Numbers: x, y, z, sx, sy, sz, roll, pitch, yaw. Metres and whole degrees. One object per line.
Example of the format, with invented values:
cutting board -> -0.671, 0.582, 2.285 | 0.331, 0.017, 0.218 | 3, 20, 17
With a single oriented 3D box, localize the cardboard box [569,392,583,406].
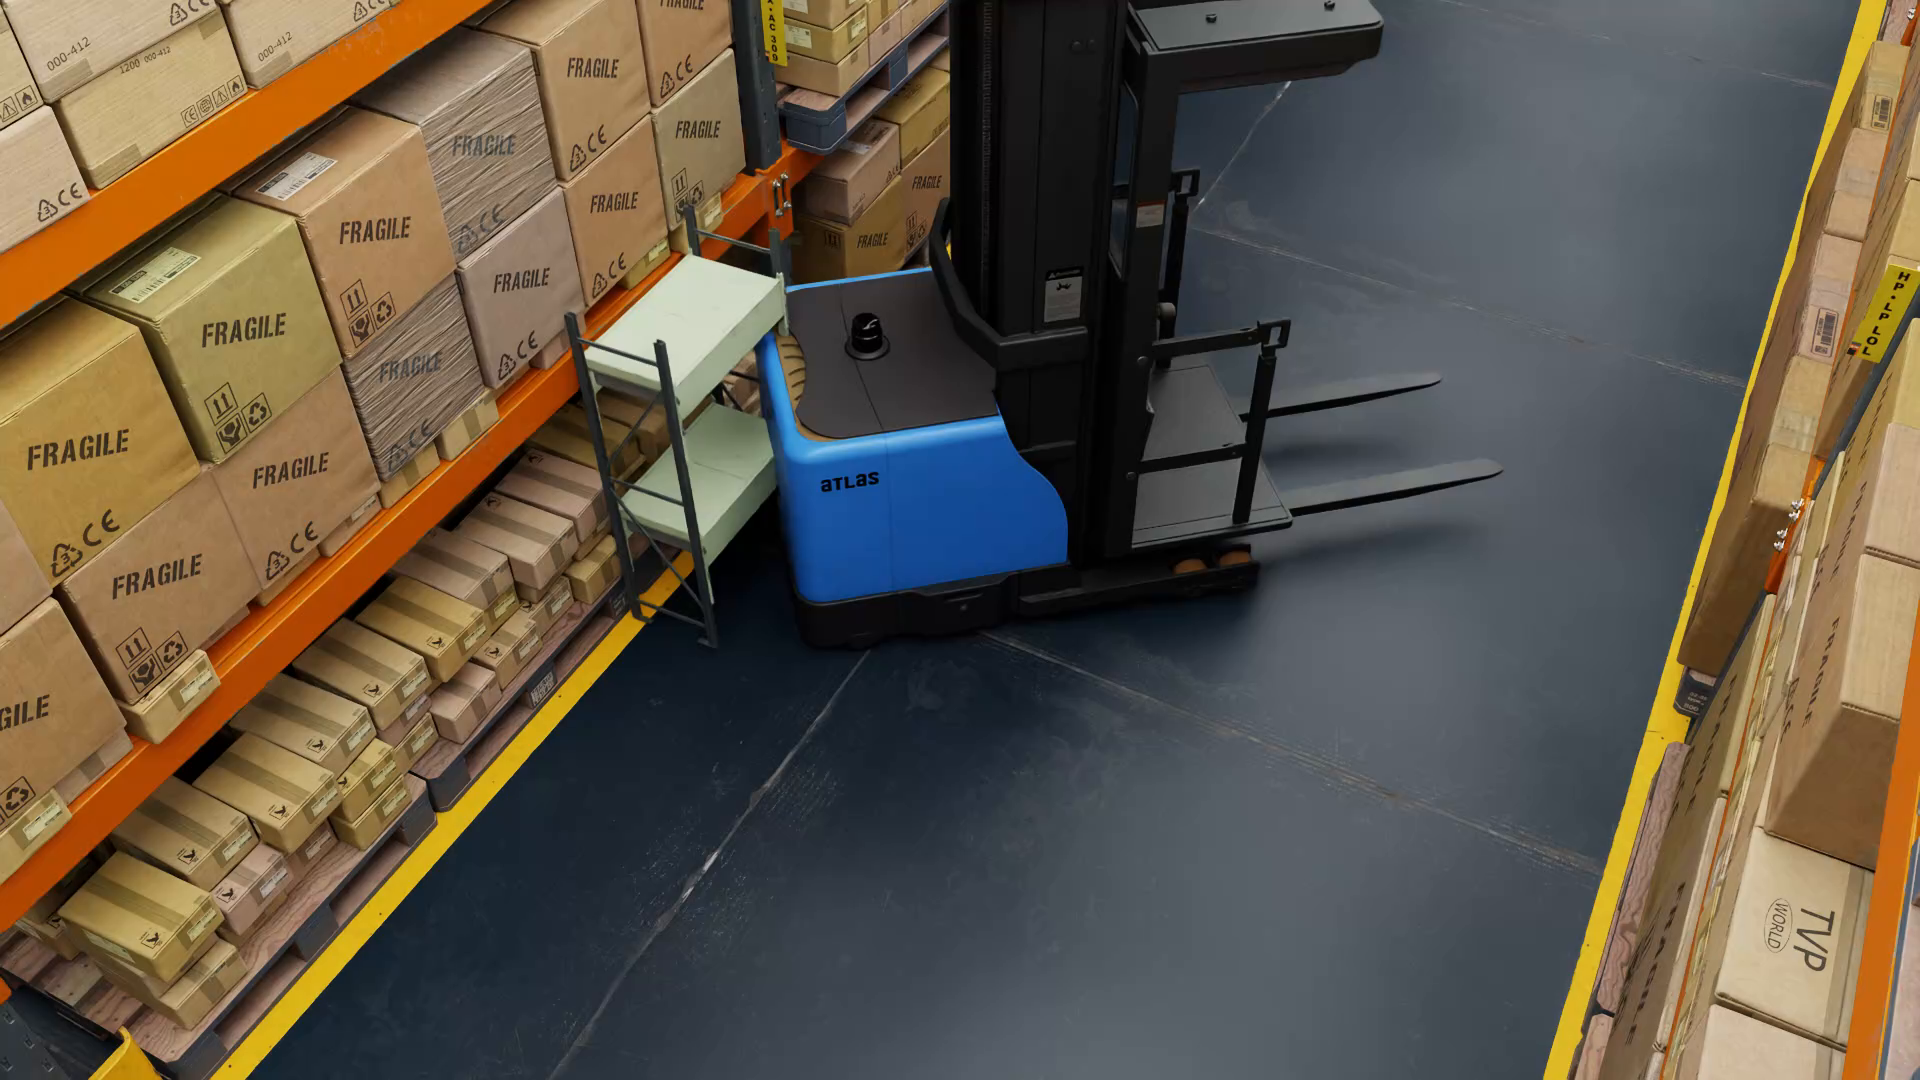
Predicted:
cardboard box -> -1.756, -0.574, 6.988 | 0.380, 0.149, 0.250 | 20, 49, 19

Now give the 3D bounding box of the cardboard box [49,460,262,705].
cardboard box -> -2.363, 0.042, 4.600 | 0.500, 0.500, 0.500 | 21, 49, 19

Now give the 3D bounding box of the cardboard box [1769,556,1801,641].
cardboard box -> 2.607, 0.231, 4.869 | 0.380, 0.149, 0.250 | 19, 48, 18

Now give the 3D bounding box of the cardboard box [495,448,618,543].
cardboard box -> -1.546, -0.173, 6.383 | 0.380, 0.149, 0.250 | 18, 48, 17

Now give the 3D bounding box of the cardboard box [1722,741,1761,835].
cardboard box -> 2.246, 0.725, 4.381 | 0.380, 0.149, 0.250 | 20, 49, 19

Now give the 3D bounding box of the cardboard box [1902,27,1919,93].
cardboard box -> 4.314, -2.112, 6.938 | 0.500, 0.500, 0.500 | 19, 48, 18

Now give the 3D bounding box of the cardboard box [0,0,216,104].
cardboard box -> -2.122, -1.292, 3.843 | 0.500, 0.250, 0.500 | 21, 49, 19

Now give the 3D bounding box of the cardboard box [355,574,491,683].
cardboard box -> -1.905, 0.311, 5.904 | 0.380, 0.149, 0.250 | 21, 49, 20

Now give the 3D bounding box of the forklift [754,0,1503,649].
forklift -> 0.742, -1.153, 6.109 | 3.031, 2.935, 1.130 | -9, 46, -9

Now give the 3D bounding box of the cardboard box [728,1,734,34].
cardboard box -> -1.176, -2.175, 6.952 | 0.380, 0.149, 0.250 | 19, 48, 18

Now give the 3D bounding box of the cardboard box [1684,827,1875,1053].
cardboard box -> 2.004, 1.006, 3.823 | 0.500, 0.250, 0.500 | 21, 49, 19

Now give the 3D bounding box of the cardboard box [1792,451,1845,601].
cardboard box -> 2.711, 0.058, 4.760 | 0.500, 0.250, 0.500 | 20, 49, 18

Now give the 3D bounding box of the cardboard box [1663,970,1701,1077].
cardboard box -> 1.888, 1.213, 3.899 | 0.380, 0.149, 0.250 | 21, 49, 20

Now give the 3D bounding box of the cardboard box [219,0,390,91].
cardboard box -> -1.882, -1.461, 4.362 | 0.500, 0.250, 0.500 | 20, 49, 19

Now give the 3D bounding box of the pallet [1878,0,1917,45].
pallet -> 5.949, -2.896, 9.744 | 1.003, 0.211, 1.213 | 20, 49, 19

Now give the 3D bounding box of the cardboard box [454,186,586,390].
cardboard box -> -1.634, -0.903, 5.534 | 0.500, 0.500, 0.500 | 20, 49, 19

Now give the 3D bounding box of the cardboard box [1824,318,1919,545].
cardboard box -> 2.712, -0.197, 4.485 | 0.500, 0.500, 0.500 | 20, 49, 19

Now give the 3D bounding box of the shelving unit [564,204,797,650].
shelving unit -> -0.983, -0.404, 6.336 | 0.431, 1.500, 0.755 | 19, 48, 20

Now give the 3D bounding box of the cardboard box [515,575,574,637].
cardboard box -> -1.727, 0.208, 6.425 | 0.380, 0.149, 0.250 | 21, 49, 20

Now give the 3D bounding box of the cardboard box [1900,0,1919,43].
cardboard box -> 5.814, -3.037, 9.371 | 0.700, 0.500, 0.500 | 24, 50, 22

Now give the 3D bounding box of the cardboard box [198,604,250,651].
cardboard box -> -2.349, 0.177, 4.922 | 0.380, 0.149, 0.250 | 23, 50, 21

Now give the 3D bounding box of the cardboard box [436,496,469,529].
cardboard box -> -2.127, -0.173, 6.383 | 0.380, 0.149, 0.250 | 19, 48, 17

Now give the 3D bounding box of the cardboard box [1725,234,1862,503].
cardboard box -> 3.854, -0.473, 6.587 | 1.225, 0.875, 0.875 | 19, 48, 18

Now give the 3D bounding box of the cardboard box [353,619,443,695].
cardboard box -> -2.016, 0.378, 6.048 | 0.380, 0.149, 0.250 | 23, 50, 21

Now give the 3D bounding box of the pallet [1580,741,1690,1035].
pallet -> 2.739, 1.334, 5.563 | 1.003, 0.211, 1.213 | 20, 49, 19

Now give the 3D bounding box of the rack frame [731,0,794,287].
rack frame -> -1.185, -1.801, 6.701 | 1.000, 3.000, 0.127 | 20, 49, 19

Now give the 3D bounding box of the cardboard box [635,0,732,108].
cardboard box -> -1.164, -1.906, 5.823 | 0.500, 0.500, 0.500 | 19, 48, 18

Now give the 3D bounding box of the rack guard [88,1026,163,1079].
rack guard -> -3.007, 1.550, 5.146 | 1.175, 0.500, 0.348 | 20, 49, 19

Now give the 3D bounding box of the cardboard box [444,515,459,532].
cardboard box -> -2.206, -0.101, 6.521 | 0.380, 0.149, 0.250 | 20, 49, 19

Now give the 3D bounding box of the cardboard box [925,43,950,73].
cardboard box -> -0.123, -2.368, 8.196 | 0.500, 0.250, 0.500 | 22, 49, 20

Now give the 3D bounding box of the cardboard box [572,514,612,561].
cardboard box -> -1.578, -0.105, 6.525 | 0.380, 0.149, 0.250 | 22, 49, 20

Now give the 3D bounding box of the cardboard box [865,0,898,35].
cardboard box -> -0.476, -2.225, 6.792 | 0.380, 0.149, 0.250 | 20, 49, 18

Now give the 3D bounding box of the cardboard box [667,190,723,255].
cardboard box -> -1.134, -1.257, 6.340 | 0.380, 0.149, 0.250 | 19, 48, 18

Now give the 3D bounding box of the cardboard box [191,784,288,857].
cardboard box -> -2.359, 0.887, 5.545 | 0.380, 0.149, 0.250 | 21, 49, 20

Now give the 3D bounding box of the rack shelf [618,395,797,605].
rack shelf -> -0.976, -0.169, 6.563 | 0.431, 0.370, 0.720 | 19, 48, 20

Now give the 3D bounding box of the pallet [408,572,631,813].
pallet -> -2.031, 0.386, 6.500 | 1.003, 0.211, 1.213 | 20, 49, 19

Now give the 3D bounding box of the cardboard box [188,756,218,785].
cardboard box -> -2.754, 0.840, 5.800 | 0.380, 0.149, 0.250 | 20, 49, 19

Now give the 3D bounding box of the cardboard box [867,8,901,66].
cardboard box -> -0.471, -2.133, 6.910 | 0.380, 0.149, 0.250 | 21, 49, 20

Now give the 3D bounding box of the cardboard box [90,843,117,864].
cardboard box -> -2.881, 0.896, 5.536 | 0.380, 0.149, 0.250 | 19, 48, 18

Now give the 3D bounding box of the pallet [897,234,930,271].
pallet -> -0.825, -1.311, 8.178 | 1.003, 0.211, 1.213 | 20, 49, 19

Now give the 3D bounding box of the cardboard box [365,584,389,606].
cardboard box -> -2.259, 0.199, 6.434 | 0.380, 0.149, 0.250 | 22, 49, 20

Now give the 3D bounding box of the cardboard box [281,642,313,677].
cardboard box -> -2.581, 0.384, 6.041 | 0.380, 0.149, 0.250 | 21, 49, 20

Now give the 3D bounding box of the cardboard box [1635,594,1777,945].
cardboard box -> 2.784, 0.889, 5.241 | 0.875, 0.875, 0.875 | 20, 49, 19

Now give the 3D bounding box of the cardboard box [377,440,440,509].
cardboard box -> -1.922, -0.288, 5.382 | 0.380, 0.149, 0.250 | 22, 49, 20

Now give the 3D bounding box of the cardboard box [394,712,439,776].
cardboard box -> -2.107, 0.682, 5.956 | 0.380, 0.149, 0.250 | 21, 49, 19

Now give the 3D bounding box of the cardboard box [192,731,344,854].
cardboard box -> -2.246, 0.817, 5.404 | 0.380, 0.149, 0.250 | 20, 49, 19

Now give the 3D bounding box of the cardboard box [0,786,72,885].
cardboard box -> -2.601, 0.712, 4.394 | 0.380, 0.149, 0.250 | 20, 49, 19

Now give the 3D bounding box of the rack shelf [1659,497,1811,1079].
rack shelf -> 2.233, 1.413, 4.030 | 1.077, 0.370, 4.000 | 20, 49, 19

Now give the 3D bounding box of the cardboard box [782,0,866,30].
cardboard box -> -0.595, -2.165, 6.524 | 0.380, 0.149, 0.250 | 23, 50, 21

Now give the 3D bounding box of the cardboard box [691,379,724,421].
cardboard box -> -1.203, -0.671, 6.875 | 0.380, 0.149, 0.250 | 21, 49, 20

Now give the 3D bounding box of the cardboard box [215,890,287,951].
cardboard box -> -2.466, 1.157, 5.486 | 0.380, 0.149, 0.250 | 20, 49, 19

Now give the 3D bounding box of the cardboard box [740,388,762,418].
cardboard box -> -1.066, -0.587, 7.210 | 0.380, 0.149, 0.250 | 21, 49, 20

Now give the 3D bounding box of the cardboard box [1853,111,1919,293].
cardboard box -> 3.608, -1.160, 5.997 | 0.500, 0.500, 0.500 | 20, 49, 19

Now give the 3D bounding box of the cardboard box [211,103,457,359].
cardboard box -> -1.875, -0.930, 4.857 | 0.500, 0.500, 0.500 | 19, 48, 18

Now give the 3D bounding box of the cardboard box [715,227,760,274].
cardboard box -> -1.065, -1.619, 7.983 | 0.500, 0.500, 0.500 | 20, 49, 18

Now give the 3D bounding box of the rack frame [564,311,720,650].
rack frame -> -1.147, -0.174, 6.104 | 0.400, 1.500, 0.023 | 19, 48, 20

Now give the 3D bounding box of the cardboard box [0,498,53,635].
cardboard box -> -2.599, 0.033, 3.906 | 0.500, 0.500, 0.500 | 20, 49, 19

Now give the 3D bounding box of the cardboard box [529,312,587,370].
cardboard box -> -1.552, -0.773, 5.861 | 0.380, 0.149, 0.250 | 18, 48, 17

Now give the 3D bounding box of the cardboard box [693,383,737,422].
cardboard box -> -1.164, -0.573, 6.987 | 0.380, 0.149, 0.250 | 18, 48, 17
